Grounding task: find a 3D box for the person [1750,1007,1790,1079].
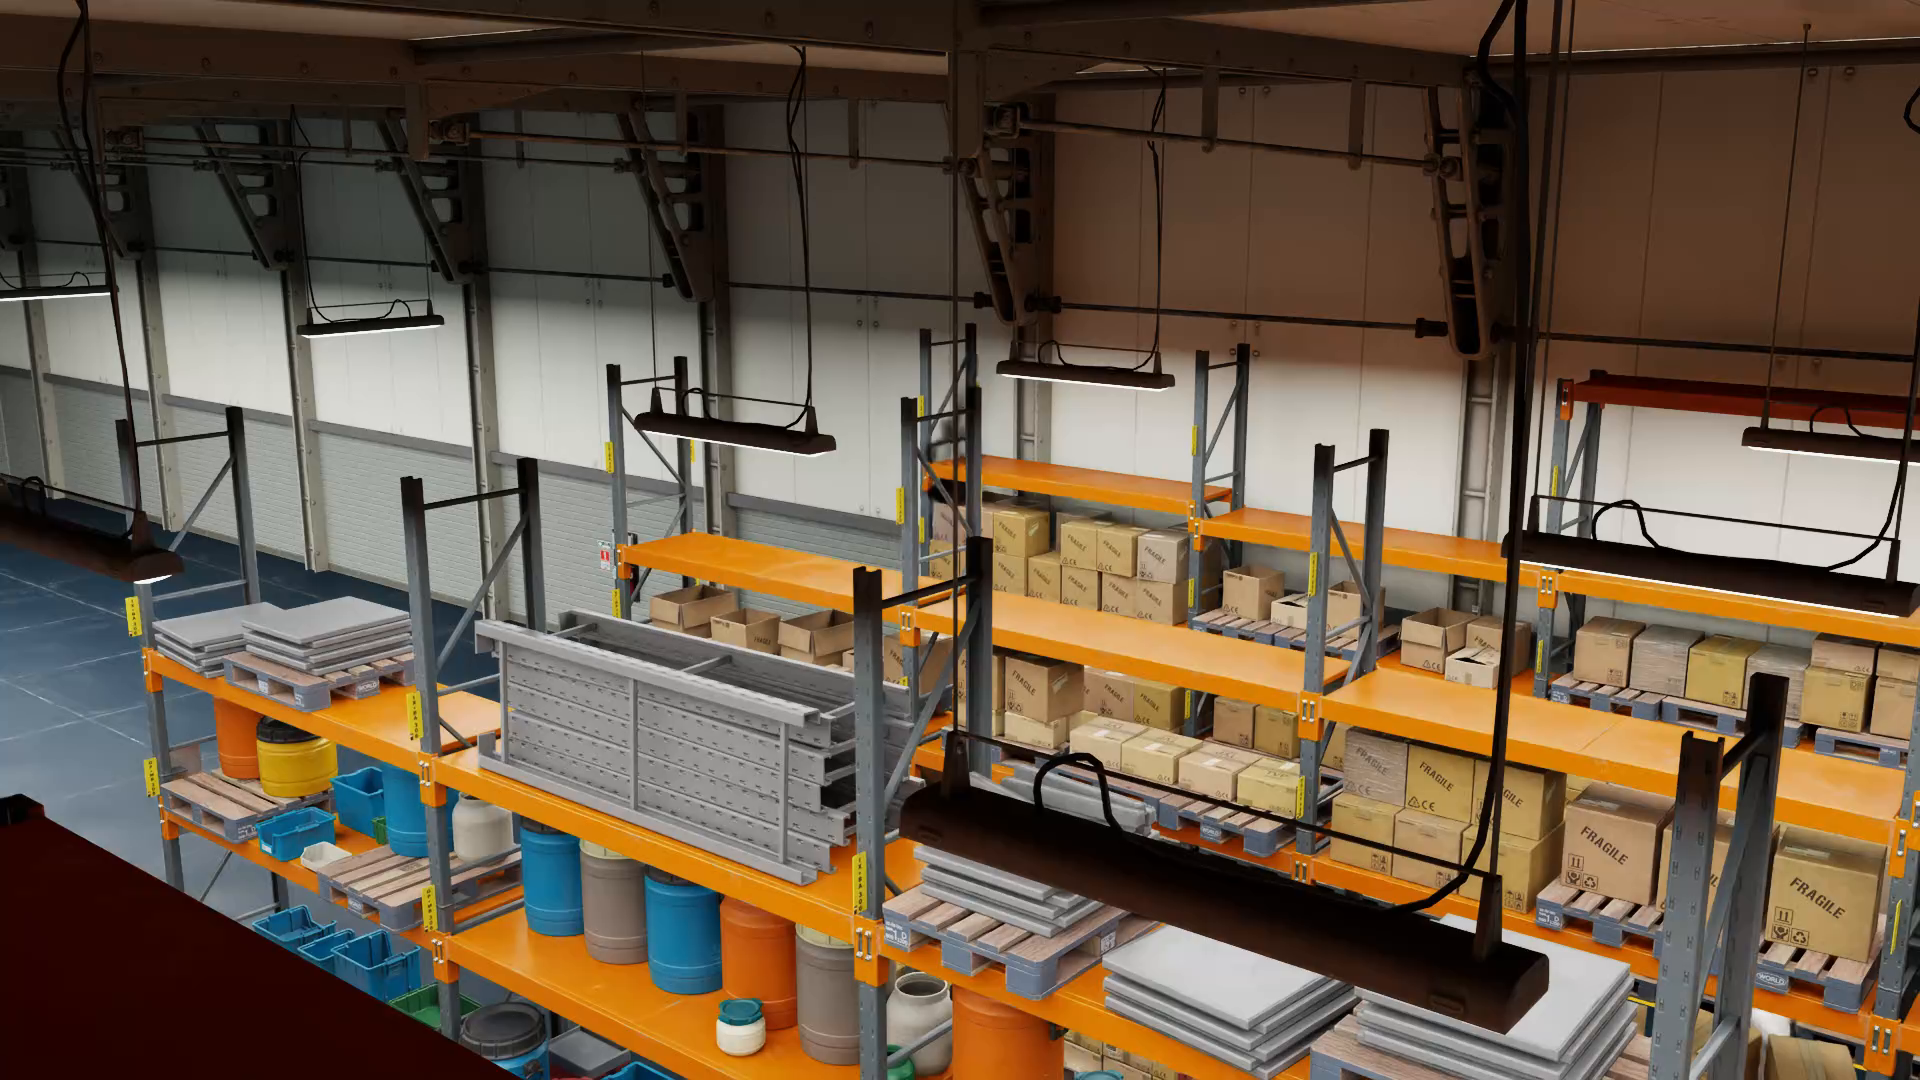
[{"bbox_3d":[6.518,4.335,13.256,0.797,1.713,0.703,12,17,43],"label":"person"}]
